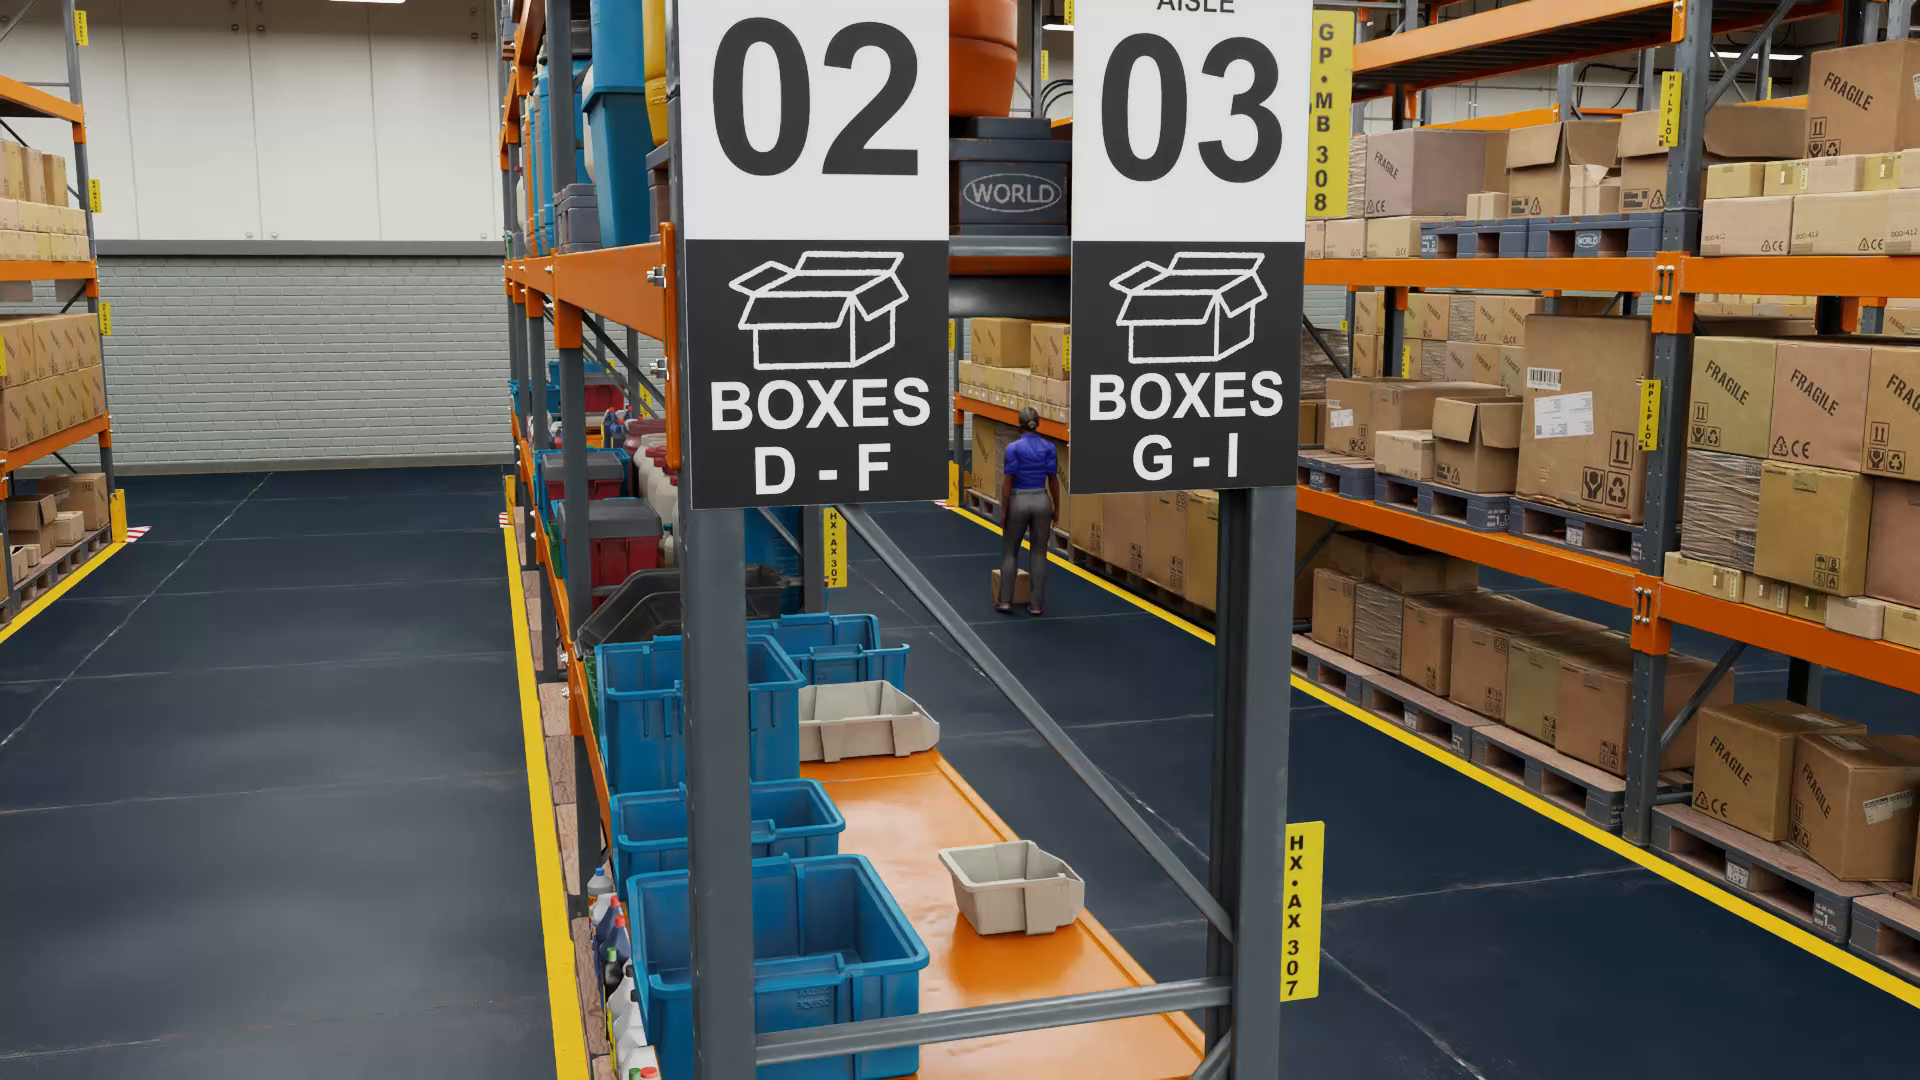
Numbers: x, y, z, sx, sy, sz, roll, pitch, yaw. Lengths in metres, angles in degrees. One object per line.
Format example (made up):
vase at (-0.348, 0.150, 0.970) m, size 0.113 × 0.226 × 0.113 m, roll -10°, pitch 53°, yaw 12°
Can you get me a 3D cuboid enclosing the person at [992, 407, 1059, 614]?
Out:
person at (0.533, -0.240, 13.347) m, size 0.498 × 1.675 × 0.480 m, roll -2°, pitch 9°, yaw -9°
